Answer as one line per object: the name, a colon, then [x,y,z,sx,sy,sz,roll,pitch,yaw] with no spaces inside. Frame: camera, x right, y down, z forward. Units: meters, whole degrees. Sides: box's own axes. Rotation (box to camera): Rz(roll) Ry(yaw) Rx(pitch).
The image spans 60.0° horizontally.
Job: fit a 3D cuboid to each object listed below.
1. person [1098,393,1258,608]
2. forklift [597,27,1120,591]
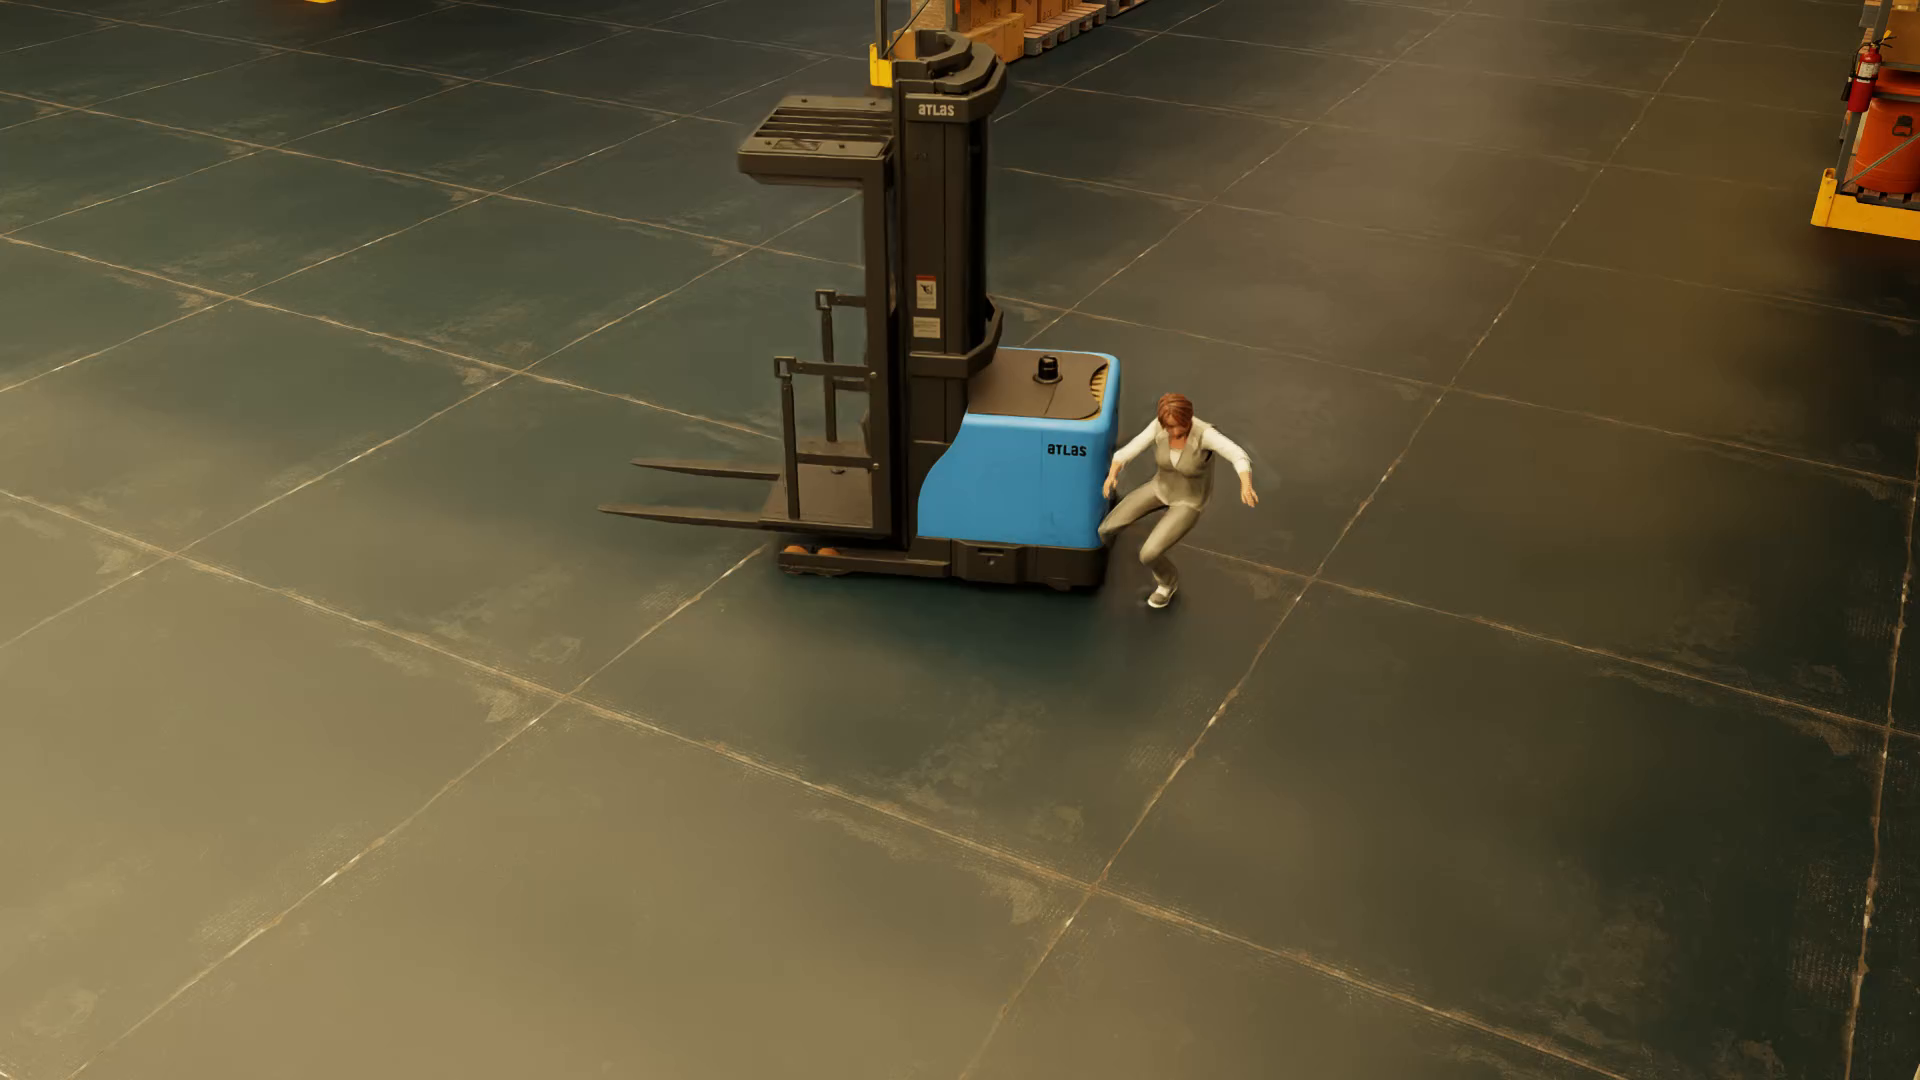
person: [1.092,-0.188,9.001,1.309,1.332,0.723,19,35,29]
forklift: [-0.611,-1.309,9.339,3.031,2.935,1.130,4,30,8]
